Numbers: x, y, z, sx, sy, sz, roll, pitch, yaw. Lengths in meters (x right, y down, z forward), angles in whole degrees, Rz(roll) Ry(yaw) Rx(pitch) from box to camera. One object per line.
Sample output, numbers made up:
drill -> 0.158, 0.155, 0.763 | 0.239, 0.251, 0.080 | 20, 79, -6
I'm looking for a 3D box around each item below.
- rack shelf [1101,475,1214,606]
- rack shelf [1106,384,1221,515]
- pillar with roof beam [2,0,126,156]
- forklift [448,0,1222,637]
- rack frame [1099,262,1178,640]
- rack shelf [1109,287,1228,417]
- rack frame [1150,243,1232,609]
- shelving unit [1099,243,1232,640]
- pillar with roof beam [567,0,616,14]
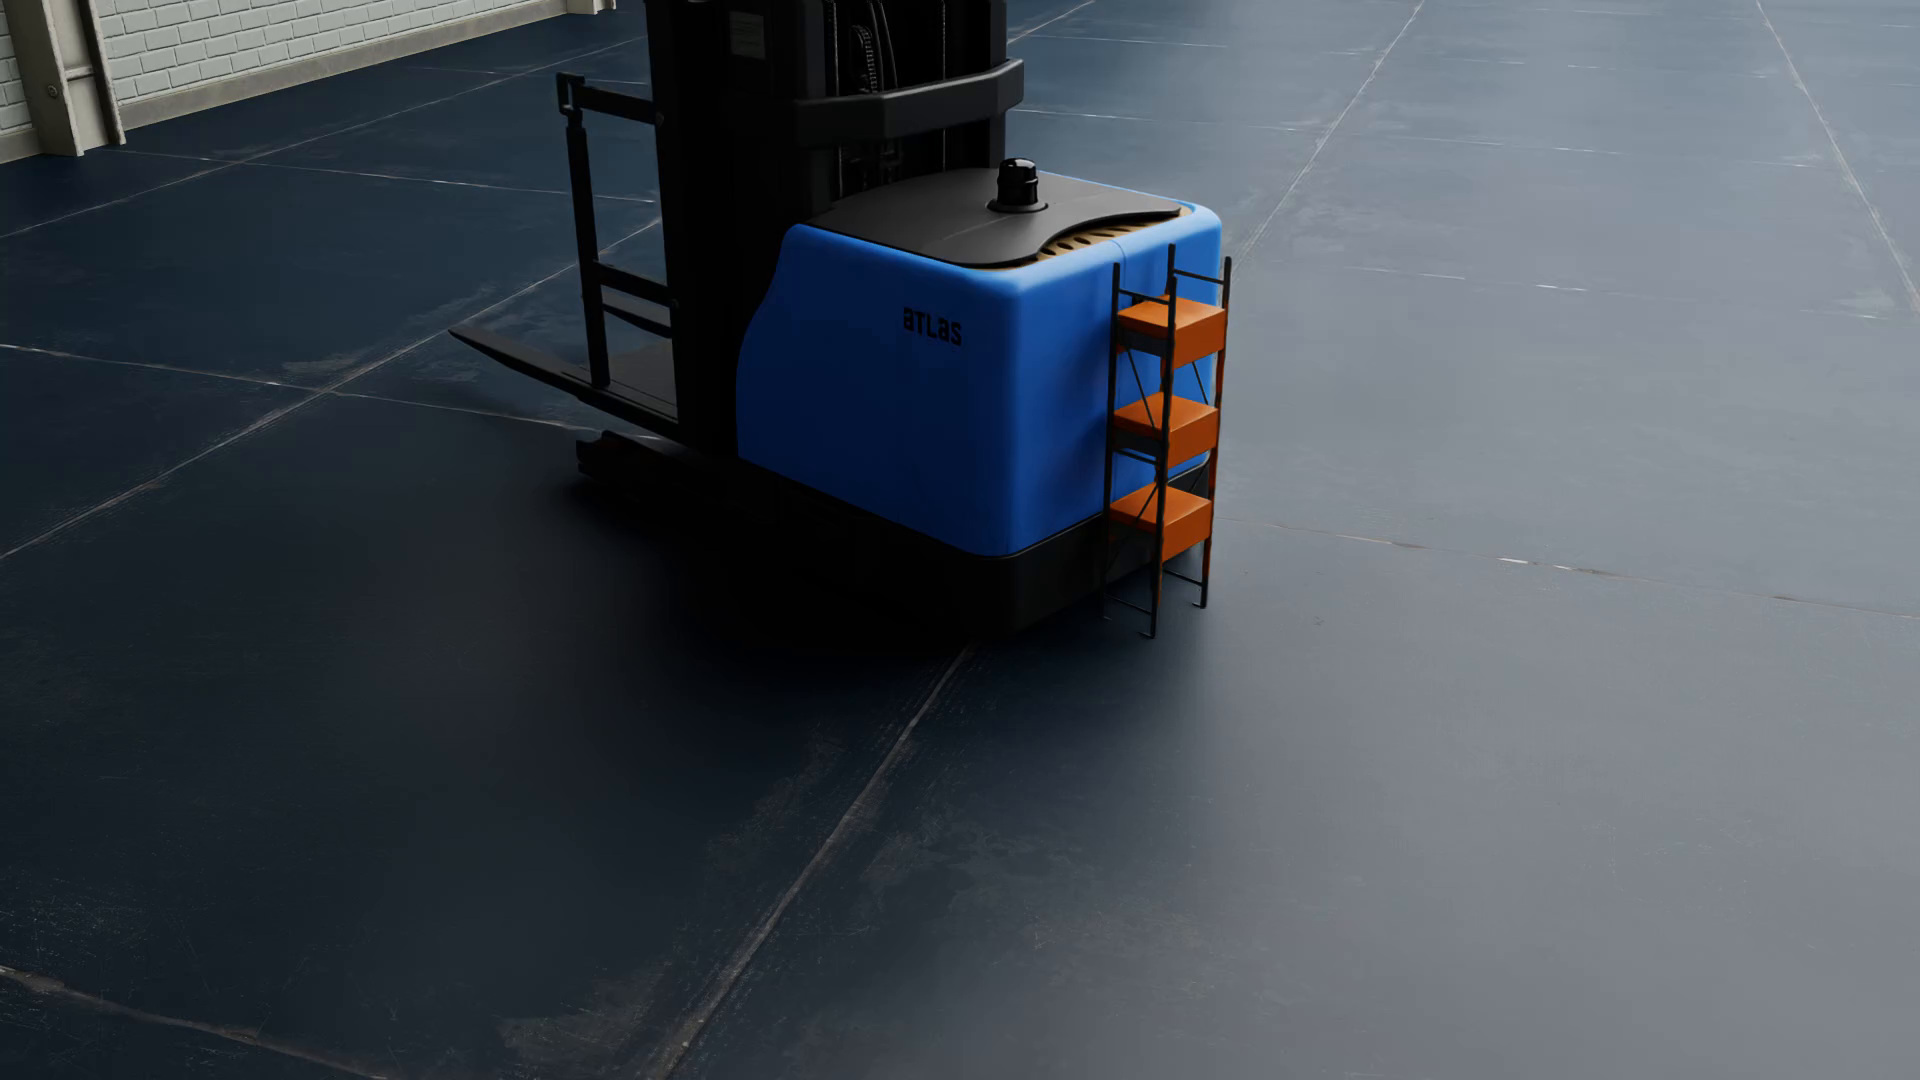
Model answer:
rack shelf -> 0.558, -0.002, 4.712 | 0.215, 0.259, 0.240 | 22, 33, 37
rack shelf -> 0.558, -0.252, 4.591 | 0.215, 0.259, 0.240 | 22, 33, 37
pillar with roof beam -> -1.341, -5.842, 6.990 | 9.100, 9.000, 0.400 | 9, 27, 17
forklift -> -0.652, -1.588, 5.166 | 3.031, 2.935, 1.130 | 22, 34, 38
rack frame -> 0.476, -0.223, 4.505 | 0.200, 1.050, 0.008 | 22, 33, 37
rack shelf -> 0.558, -0.508, 4.467 | 0.215, 0.259, 0.240 | 22, 33, 37
rack frame -> 0.641, -0.301, 4.667 | 0.200, 1.050, 0.008 | 22, 33, 37
shelving unit -> 0.558, -0.262, 4.586 | 0.215, 1.050, 0.252 | 22, 33, 37
pillar with roof beam -> 0.655, -8.308, 12.083 | 9.100, 9.000, 0.400 | 9, 27, 17
